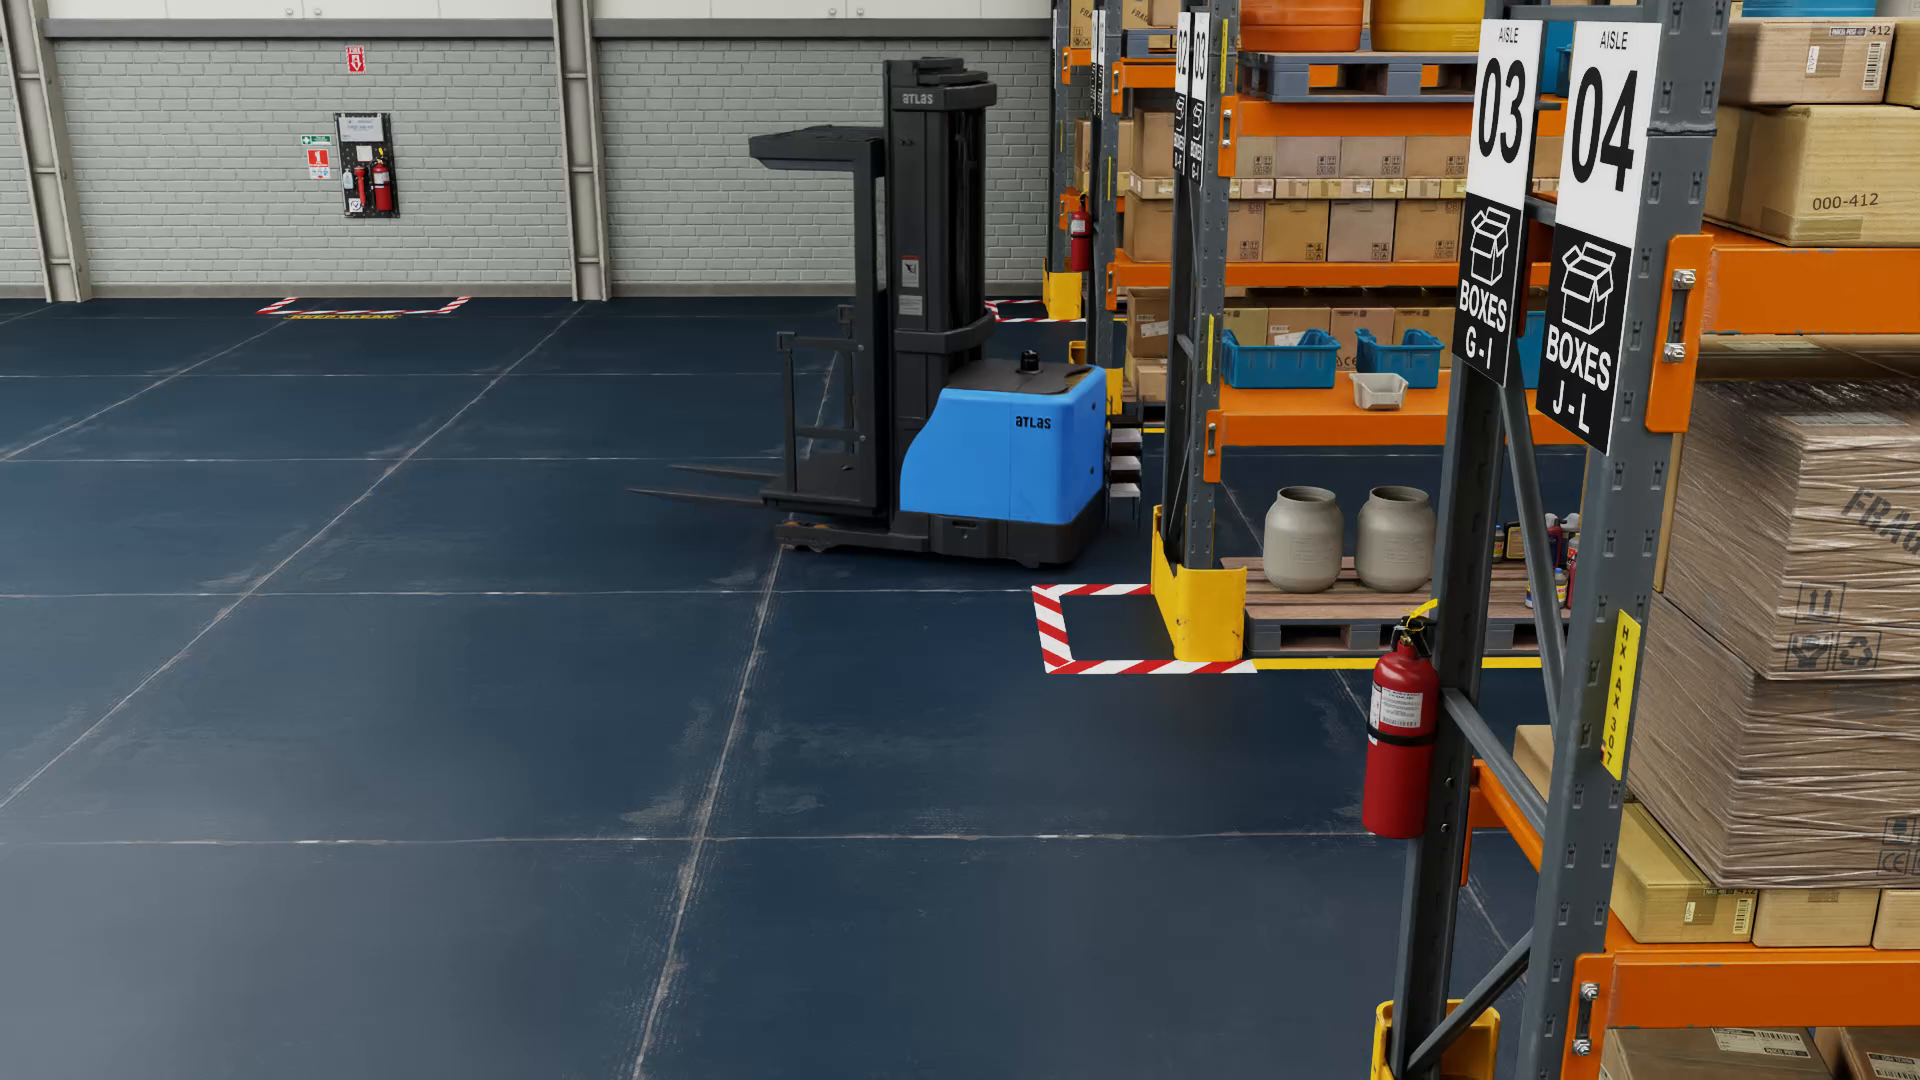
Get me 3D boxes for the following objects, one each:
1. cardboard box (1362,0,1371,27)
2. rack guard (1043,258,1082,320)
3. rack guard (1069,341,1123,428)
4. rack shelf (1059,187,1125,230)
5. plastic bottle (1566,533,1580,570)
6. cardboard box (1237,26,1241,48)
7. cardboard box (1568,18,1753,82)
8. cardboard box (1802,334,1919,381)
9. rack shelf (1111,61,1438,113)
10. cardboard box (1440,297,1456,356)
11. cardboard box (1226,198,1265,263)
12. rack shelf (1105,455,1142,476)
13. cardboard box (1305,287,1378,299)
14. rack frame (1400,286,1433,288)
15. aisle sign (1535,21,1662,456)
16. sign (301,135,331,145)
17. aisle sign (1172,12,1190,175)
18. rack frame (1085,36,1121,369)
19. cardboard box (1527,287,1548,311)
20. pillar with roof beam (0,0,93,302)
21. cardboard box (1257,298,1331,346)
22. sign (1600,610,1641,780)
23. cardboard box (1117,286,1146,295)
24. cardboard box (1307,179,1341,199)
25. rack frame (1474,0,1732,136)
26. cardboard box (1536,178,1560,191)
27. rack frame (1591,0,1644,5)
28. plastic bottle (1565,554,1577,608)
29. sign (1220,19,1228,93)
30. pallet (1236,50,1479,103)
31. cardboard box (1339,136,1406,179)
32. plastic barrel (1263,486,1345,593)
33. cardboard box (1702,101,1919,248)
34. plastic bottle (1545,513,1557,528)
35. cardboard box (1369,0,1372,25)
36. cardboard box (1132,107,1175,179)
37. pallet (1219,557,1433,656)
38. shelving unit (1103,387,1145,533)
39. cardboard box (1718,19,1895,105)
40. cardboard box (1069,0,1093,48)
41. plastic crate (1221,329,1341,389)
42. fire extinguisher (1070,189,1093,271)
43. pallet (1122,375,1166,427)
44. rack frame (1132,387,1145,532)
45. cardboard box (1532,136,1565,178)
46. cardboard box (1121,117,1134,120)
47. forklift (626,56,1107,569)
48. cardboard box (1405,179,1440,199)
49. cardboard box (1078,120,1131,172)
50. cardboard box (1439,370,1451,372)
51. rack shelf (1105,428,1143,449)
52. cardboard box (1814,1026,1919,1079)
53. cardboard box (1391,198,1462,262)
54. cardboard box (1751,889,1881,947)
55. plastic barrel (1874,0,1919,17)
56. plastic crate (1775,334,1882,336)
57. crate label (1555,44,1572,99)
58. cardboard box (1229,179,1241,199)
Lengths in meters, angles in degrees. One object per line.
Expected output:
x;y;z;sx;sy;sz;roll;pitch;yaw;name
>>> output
2.800;-4.142;12.557;0.500;0.500;0.500;0;18;-1;cardboard box
1.129;-2.798;18.451;0.348;0.500;1.175;0;18;-1;rack guard
1.111;-1.284;13.733;0.348;0.500;1.175;0;18;-1;rack guard
3.053;-3.655;18.208;4.000;0.370;1.077;0;18;-1;rack shelf
3.451;0.063;9.302;0.097;0.201;0.097;0;18;0;plastic bottle
2.984;-5.403;17.372;0.500;0.500;0.500;1;18;3;cardboard box
1.561;-1.093;3.725;0.250;0.149;0.380;0;18;-1;cardboard box
2.334;-0.197;3.963;0.500;0.500;0.500;0;18;-1;cardboard box
3.135;-3.570;13.033;4.000;0.370;1.077;0;18;-1;rack shelf
4.174;-1.674;13.441;0.500;0.500;0.500;0;18;-1;cardboard box
2.127;-2.525;13.343;0.500;0.500;0.700;0;18;1;cardboard box
1.045;-0.483;10.690;0.200;0.077;0.258;-1;18;-4;rack shelf
3.166;-1.827;13.919;0.500;0.500;0.500;0;18;-1;cardboard box
5.053;-4.007;18.128;0.127;3.000;1.000;0;18;-1;rack frame
1.231;-0.595;3.236;0.004;0.787;0.394;0;18;-1;aisle sign
-7.281;-4.521;18.806;0.331;0.109;0.001;0;18;-1;sign
1.133;-2.290;8.520;0.004;0.787;0.394;0;18;-1;aisle sign
1.135;-2.475;13.351;0.127;3.000;1.000;0;18;-1;rack frame
4.666;-1.835;13.944;0.500;0.500;0.500;0;18;-1;cardboard box
-10.191;-5.739;13.706;0.400;9.000;9.100;0;18;-1;pillar with roof beam
2.675;-1.666;13.418;0.500;0.500;0.500;0;18;-1;cardboard box
1.297;0.304;3.271;0.005;0.325;0.100;0;18;-1;sign
1.747;-2.893;18.336;0.500;0.311;0.500;-2;18;-7;cardboard box
2.819;-2.774;13.059;0.250;0.149;0.380;-1;18;-2;cardboard box
1.288;-2.306;3.003;0.127;3.000;1.000;0;18;-1;rack frame
4.619;-2.783;13.087;0.250;0.149;0.380;-1;18;-2;cardboard box
5.135;-5.351;12.495;0.127;3.000;1.000;0;18;-1;rack frame
3.254;0.213;8.700;0.133;0.283;0.061;0;18;0;plastic bottle
1.214;-2.226;7.652;0.005;0.325;0.100;0;18;-1;sign
2.038;-2.274;8.125;1.213;0.211;1.003;0;18;-1;pallet
3.186;-3.148;13.163;0.500;0.500;0.700;0;18;-1;cardboard box
1.867;-0.004;9.034;0.421;0.512;0.421;0;18;0;plastic barrel
1.774;-0.729;3.246;0.500;0.250;0.500;0;18;1;cardboard box
3.292;-0.010;9.407;0.135;0.276;0.152;0;18;0;plastic bottle
3.486;-4.269;12.947;0.637;0.503;0.797;2;18;5;cardboard box
1.655;-3.139;13.134;0.500;0.500;0.700;0;18;-1;cardboard box
2.097;0.349;9.114;1.213;0.211;1.003;0;18;-1;pallet
1.045;-0.515;10.680;0.210;0.900;0.258;-1;18;-4;shelving unit
1.567;-0.927;3.207;0.250;0.149;0.380;0;18;-1;cardboard box
1.392;-5.398;17.358;0.500;0.500;0.500;0;18;1;cardboard box
1.705;-0.985;8.950;0.616;0.251;0.499;0;18;-1;plastic crate
1.010;-2.579;13.804;0.183;0.674;0.296;0;18;-1;fire extinguisher
1.899;-1.163;13.829;1.213;0.211;1.003;0;18;-1;pallet
1.147;-0.518;10.688;0.006;0.900;0.240;-1;18;-4;rack frame
4.691;-3.155;13.185;0.500;0.500;0.700;0;18;-1;cardboard box
2.025;-4.349;18.181;0.500;0.500;0.500;0;18;0;cardboard box
-0.639;-1.471;10.335;3.031;2.935;1.130;6;19;17;forklift
3.597;-2.778;13.071;0.250;0.149;0.380;0;18;1;cardboard box
1.535;-4.193;17.694;0.500;0.500;0.500;0;18;-1;cardboard box
3.675;-1.309;13.533;0.500;0.250;0.500;0;18;-1;cardboard box
1.045;-0.655;10.635;0.200;0.077;0.258;-1;18;-4;rack shelf
2.510;1.530;4.272;0.500;0.500;0.500;4;18;14;cardboard box
3.662;-2.532;13.366;0.500;0.500;0.700;0;18;0;cardboard box
1.827;0.747;3.721;0.250;0.149;0.380;0;18;-1;cardboard box
4.776;-2.721;8.337;0.421;0.512;0.421;0;18;0;plastic barrel
4.684;-0.988;8.818;0.504;0.338;0.767;0;18;-1;plastic crate
3.086;-2.227;7.913;0.408;0.251;0.502;0;18;-1;crate label
2.044;-2.770;13.047;0.250;0.149;0.380;0;18;-1;cardboard box
